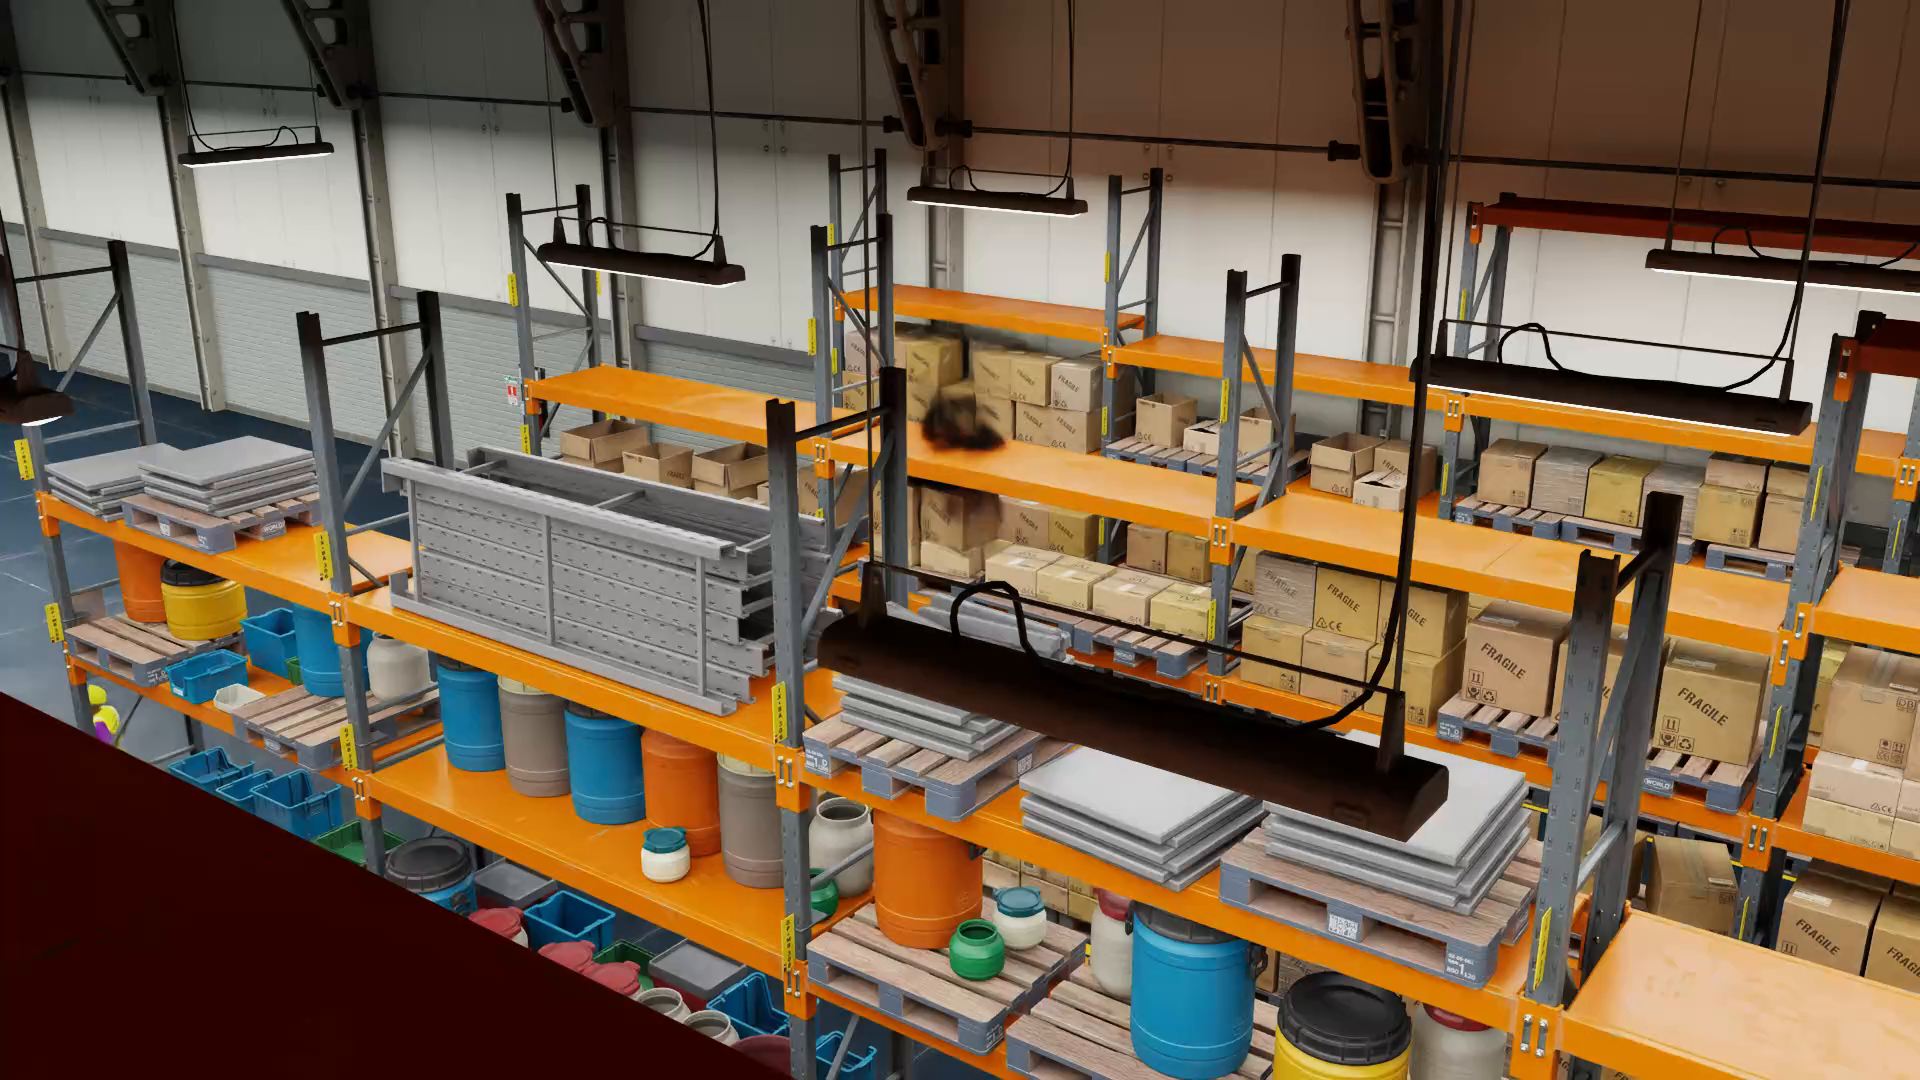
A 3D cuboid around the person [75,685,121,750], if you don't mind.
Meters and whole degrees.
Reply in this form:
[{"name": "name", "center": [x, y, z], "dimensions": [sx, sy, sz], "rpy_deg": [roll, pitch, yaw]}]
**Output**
[{"name": "person", "center": [-8.145, 2.213, 15.772], "dimensions": [0.655, 1.810, 0.698], "rpy_deg": [-1, 19, -3]}]
